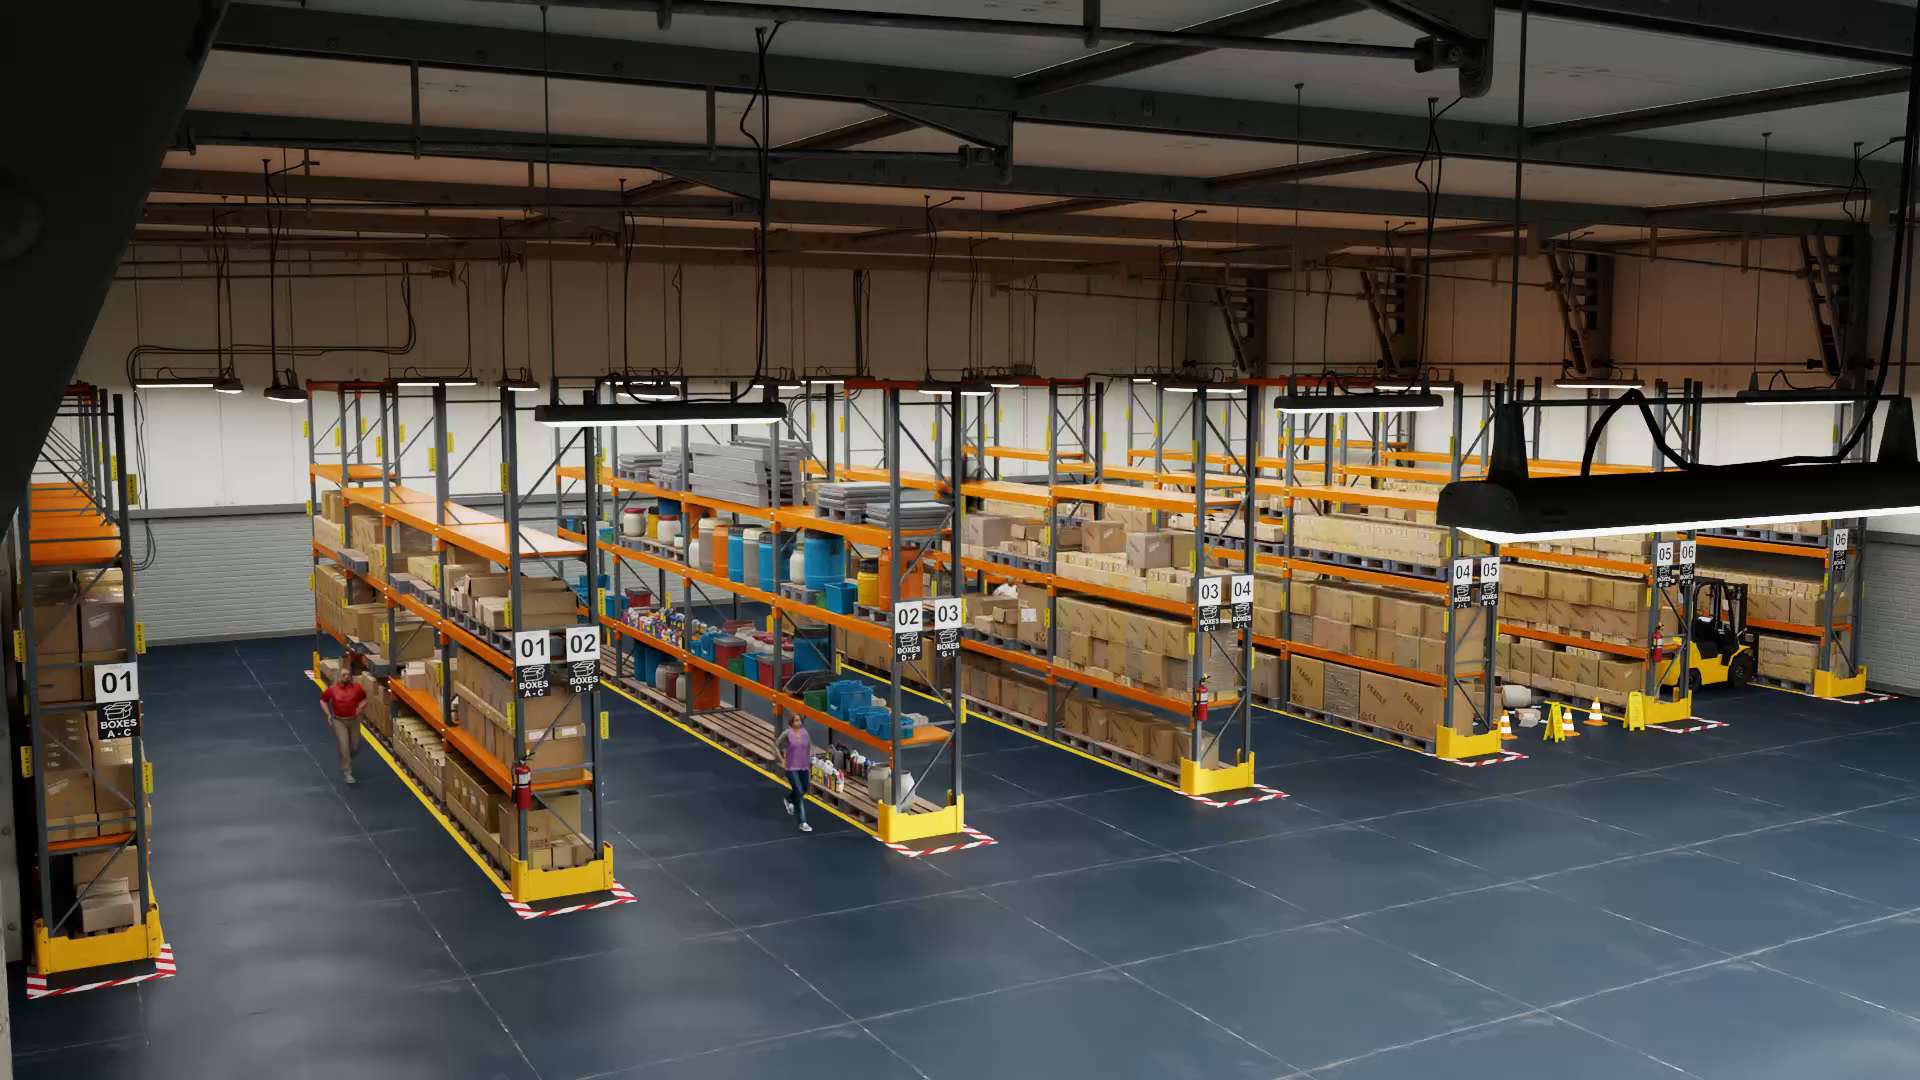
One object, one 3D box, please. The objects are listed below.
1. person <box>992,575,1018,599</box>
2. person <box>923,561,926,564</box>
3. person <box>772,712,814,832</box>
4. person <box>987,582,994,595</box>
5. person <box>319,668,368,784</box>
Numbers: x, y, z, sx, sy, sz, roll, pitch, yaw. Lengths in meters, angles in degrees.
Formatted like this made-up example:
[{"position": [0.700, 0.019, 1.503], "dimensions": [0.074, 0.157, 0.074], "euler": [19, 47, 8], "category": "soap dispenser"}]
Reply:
[{"position": [1.052, 1.533, 35.217], "dimensions": [0.589, 1.681, 0.818], "euler": [-4, 7, -33], "category": "person"}, {"position": [-1.054, 1.304, 39.980], "dimensions": [0.741, 1.611, 0.692], "euler": [-1, 6, -12], "category": "person"}, {"position": [-2.245, 3.124, 22.695], "dimensions": [0.545, 1.573, 0.858], "euler": [-4, 7, -34], "category": "person"}, {"position": [0.733, 0.951, 42.376], "dimensions": [0.811, 1.834, 0.672], "euler": [-3, 7, -25], "category": "person"}, {"position": [-9.333, 2.789, 25.286], "dimensions": [0.684, 1.713, 0.828], "euler": [-4, 7, -35], "category": "person"}]
